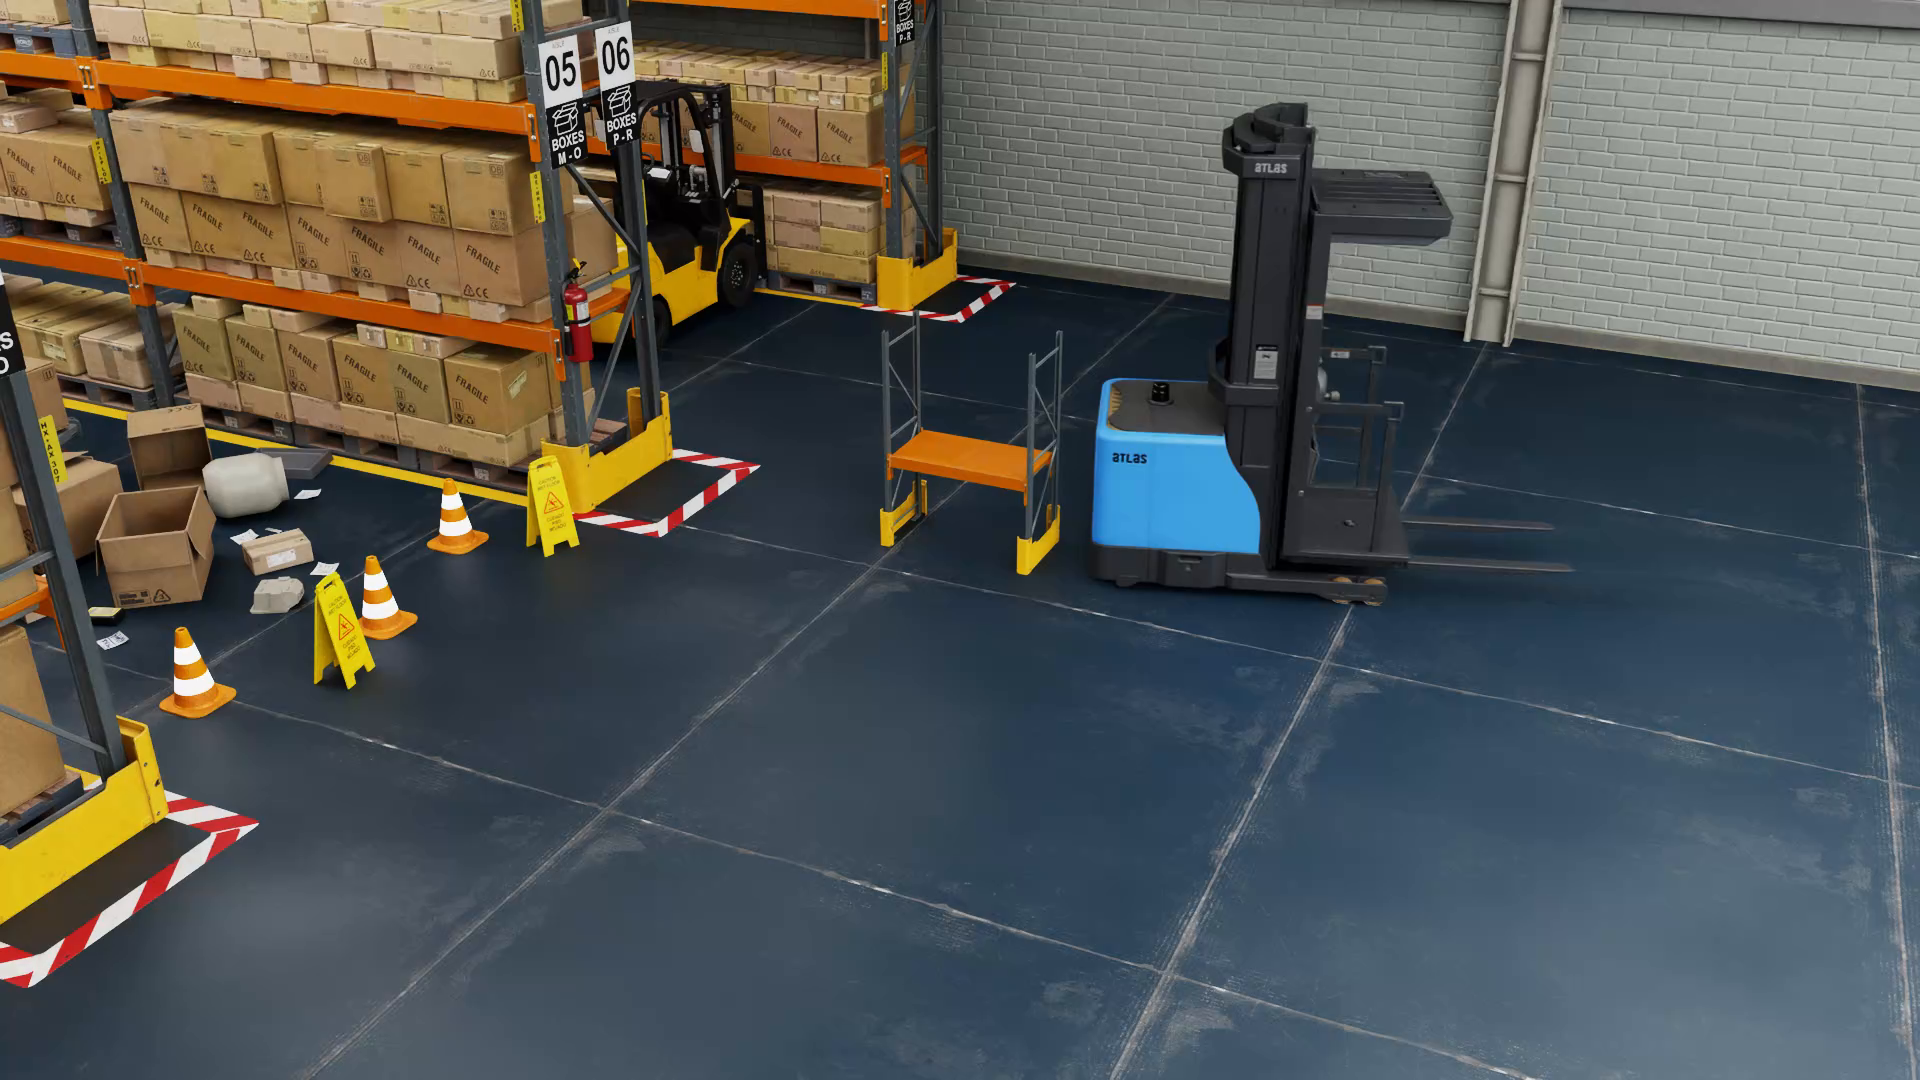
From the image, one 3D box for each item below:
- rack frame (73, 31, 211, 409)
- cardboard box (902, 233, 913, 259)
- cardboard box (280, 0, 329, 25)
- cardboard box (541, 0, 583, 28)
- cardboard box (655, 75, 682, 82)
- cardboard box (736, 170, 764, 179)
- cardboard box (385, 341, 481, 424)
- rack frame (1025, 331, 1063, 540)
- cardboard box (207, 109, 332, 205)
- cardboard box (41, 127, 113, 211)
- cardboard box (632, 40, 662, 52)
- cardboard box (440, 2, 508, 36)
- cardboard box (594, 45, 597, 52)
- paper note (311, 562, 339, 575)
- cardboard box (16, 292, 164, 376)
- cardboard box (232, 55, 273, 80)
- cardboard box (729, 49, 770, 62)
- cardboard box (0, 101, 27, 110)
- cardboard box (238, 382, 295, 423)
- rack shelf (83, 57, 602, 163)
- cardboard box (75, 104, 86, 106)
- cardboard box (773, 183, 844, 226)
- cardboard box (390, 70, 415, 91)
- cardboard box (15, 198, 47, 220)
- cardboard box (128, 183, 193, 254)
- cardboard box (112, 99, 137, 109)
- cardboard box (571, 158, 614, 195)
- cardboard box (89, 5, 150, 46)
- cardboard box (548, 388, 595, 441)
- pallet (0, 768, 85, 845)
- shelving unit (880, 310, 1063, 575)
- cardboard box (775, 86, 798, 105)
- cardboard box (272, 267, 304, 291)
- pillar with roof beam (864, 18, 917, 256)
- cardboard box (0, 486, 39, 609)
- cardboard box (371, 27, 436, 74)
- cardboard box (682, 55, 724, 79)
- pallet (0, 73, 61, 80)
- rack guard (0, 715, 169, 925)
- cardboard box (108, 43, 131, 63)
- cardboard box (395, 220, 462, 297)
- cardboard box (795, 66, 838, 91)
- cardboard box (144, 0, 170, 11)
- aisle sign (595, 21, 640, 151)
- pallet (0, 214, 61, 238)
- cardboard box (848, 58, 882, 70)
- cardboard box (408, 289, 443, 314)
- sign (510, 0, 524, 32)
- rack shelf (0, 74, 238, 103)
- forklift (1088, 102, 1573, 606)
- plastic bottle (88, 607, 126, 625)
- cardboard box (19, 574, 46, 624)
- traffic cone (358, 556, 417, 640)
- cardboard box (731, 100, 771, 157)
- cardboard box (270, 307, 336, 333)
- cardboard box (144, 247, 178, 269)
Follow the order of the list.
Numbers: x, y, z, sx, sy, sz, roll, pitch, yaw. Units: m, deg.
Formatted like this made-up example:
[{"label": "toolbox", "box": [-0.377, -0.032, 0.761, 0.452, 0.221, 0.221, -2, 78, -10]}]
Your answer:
[{"label": "rack frame", "box": [-6.124, -2.505, 13.011, 0.127, 3.000, 1.000, 11, 28, 22]}, {"label": "cardboard box", "box": [-0.797, -2.893, 16.437, 0.500, 0.250, 0.500, 11, 28, 22]}, {"label": "cardboard box", "box": [-4.322, -3.574, 11.169, 0.250, 0.149, 0.380, 12, 29, 23]}, {"label": "cardboard box", "box": [-2.721, -3.511, 11.041, 0.250, 0.149, 0.380, 11, 28, 21]}, {"label": "cardboard box", "box": [-2.738, -4.427, 16.069, 0.250, 0.149, 0.380, 10, 28, 20]}, {"label": "cardboard box", "box": [-2.161, -3.619, 16.781, 0.500, 0.250, 0.500, 11, 28, 21]}, {"label": "cardboard box", "box": [-3.796, -1.200, 12.150, 0.500, 0.500, 0.500, 12, 29, 24]}, {"label": "rack frame", "box": [0.540, -0.564, 10.768, 0.032, 1.500, 0.500, 11, 28, 22]}, {"label": "cardboard box", "box": [-4.911, -2.759, 11.946, 0.500, 0.500, 0.700, 11, 28, 21]}, {"label": "cardboard box", "box": [-6.639, -2.864, 12.815, 0.500, 0.500, 0.500, 11, 28, 21]}, {"label": "cardboard box", "box": [-3.199, -4.928, 16.749, 0.250, 0.149, 0.380, 11, 28, 21]}, {"label": "cardboard box", "box": [-3.131, -3.370, 10.754, 0.250, 0.149, 0.380, 12, 29, 23]}, {"label": "cardboard box", "box": [-3.622, -4.789, 16.465, 0.250, 0.149, 0.380, 12, 29, 23]}, {"label": "paper note", "box": [-4.167, 0.186, 10.907, 0.142, 0.019, 0.148, 2, 26, 4]}, {"label": "cardboard box", "box": [-7.258, -1.739, 13.956, 0.625, 0.372, 0.950, 13, 29, 25]}, {"label": "cardboard box", "box": [-4.804, -3.311, 11.537, 0.250, 0.149, 0.380, 11, 28, 21]}, {"label": "cardboard box", "box": [-2.045, -4.681, 16.247, 0.250, 0.149, 0.380, 12, 28, 22]}, {"label": "cardboard box", "box": [-7.529, -3.317, 13.002, 0.250, 0.149, 0.380, 10, 28, 20]}, {"label": "cardboard box", "box": [-5.208, -1.150, 12.897, 0.500, 0.250, 0.500, 13, 29, 25]}, {"label": "rack shelf", "box": [-4.303, -3.162, 11.765, 4.000, 0.370, 1.077, 11, 28, 22]}, {"label": "cardboard box", "box": [-10.616, -5.087, 19.877, 0.250, 0.149, 0.380, 10, 28, 19]}, {"label": "cardboard box", "box": [-1.447, -3.223, 15.976, 0.500, 0.250, 0.500, 12, 29, 23]}, {"label": "cardboard box", "box": [-3.594, -3.127, 11.163, 0.250, 0.149, 0.380, 12, 28, 22]}, {"label": "cardboard box", "box": [-7.189, -2.651, 13.118, 0.250, 0.149, 0.380, 11, 28, 21]}, {"label": "cardboard box", "box": [-5.838, -2.490, 12.532, 0.500, 0.500, 0.500, 11, 28, 22]}, {"label": "cardboard box", "box": [-10.190, -5.247, 20.202, 0.250, 0.149, 0.380, 10, 28, 19]}, {"label": "cardboard box", "box": [-3.762, -3.690, 16.924, 0.500, 0.250, 0.500, 11, 28, 21]}, {"label": "cardboard box", "box": [-5.836, -3.726, 11.929, 0.500, 0.250, 0.500, 11, 28, 21]}, {"label": "cardboard box", "box": [-3.102, -0.987, 12.566, 0.500, 0.250, 0.500, 11, 28, 21]}, {"label": "pallet", "box": [-5.200, 1.372, 8.294, 1.213, 0.211, 1.003, 11, 28, 22]}, {"label": "shelving unit", "box": [0.069, -0.659, 10.960, 1.083, 1.500, 0.587, 11, 28, 22]}, {"label": "cardboard box", "box": [-1.539, -4.213, 15.634, 0.250, 0.149, 0.380, 11, 28, 21]}, {"label": "cardboard box", "box": [-4.809, -1.968, 12.205, 0.250, 0.149, 0.380, 12, 28, 22]}, {"label": "pillar with roof beam", "box": [-2.474, -5.220, 11.734, 0.400, 9.000, 9.100, 11, 28, 22]}, {"label": "cardboard box", "box": [-4.796, 0.119, 7.513, 0.550, 0.550, 0.875, 11, 28, 22]}, {"label": "cardboard box", "box": [-3.512, -3.268, 10.999, 0.500, 0.250, 0.500, 11, 28, 21]}, {"label": "cardboard box", "box": [-2.465, -4.551, 15.983, 0.250, 0.149, 0.380, 11, 28, 22]}, {"label": "pallet", "box": [-10.673, -5.688, 19.694, 1.213, 0.211, 1.003, 11, 28, 22]}, {"label": "rack guard", "box": [-4.418, 1.361, 7.989, 0.348, 0.500, 1.175, 11, 28, 22]}, {"label": "cardboard box", "box": [-5.939, -3.580, 12.085, 0.250, 0.149, 0.380, 11, 28, 21]}, {"label": "cardboard box", "box": [-3.544, -2.033, 11.604, 0.500, 0.500, 0.500, 11, 28, 22]}, {"label": "cardboard box", "box": [-1.331, -4.289, 15.452, 0.250, 0.149, 0.380, 12, 29, 23]}, {"label": "cardboard box", "box": [-5.487, -3.819, 11.666, 0.250, 0.149, 0.380, 10, 28, 20]}, {"label": "aisle sign", "box": [-2.298, -3.053, 11.181, 0.004, 0.787, 0.394, 11, 28, 22]}, {"label": "pallet", "box": [-7.946, -2.804, 13.837, 1.213, 0.211, 1.003, 11, 28, 22]}, {"label": "cardboard box", "box": [-0.865, -4.460, 15.799, 0.250, 0.149, 0.380, 12, 29, 24]}, {"label": "cardboard box", "box": [-3.659, -1.735, 11.732, 0.250, 0.149, 0.380, 12, 29, 23]}, {"label": "sign", "box": [-2.730, -3.297, 10.222, 0.005, 0.325, 0.100, 11, 28, 22]}, {"label": "rack shelf", "box": [-9.534, -5.275, 19.453, 4.000, 0.370, 1.077, 11, 28, 22]}, {"label": "forklift", "box": [2.385, -1.150, 10.338, 3.031, 2.935, 1.130, 3, 26, 6]}, {"label": "plastic bottle", "box": [-5.338, 0.470, 10.296, 0.283, 0.061, 0.133, 2, 26, 4]}, {"label": "cardboard box", "box": [-5.754, 0.305, 10.401, 0.258, 0.266, 0.396, 17, 31, 31]}, {"label": "traffic cone", "box": [-3.558, 0.313, 10.159, 0.334, 0.463, 0.336, 11, 28, 22]}, {"label": "cardboard box", "box": [-1.923, -3.991, 15.917, 0.500, 0.500, 0.500, 11, 28, 21]}, {"label": "cardboard box", "box": [-4.894, -1.682, 12.395, 0.250, 0.149, 0.380, 13, 29, 25]}, {"label": "cardboard box", "box": [-5.970, -2.205, 12.688, 0.250, 0.149, 0.380, 11, 28, 22]}]
